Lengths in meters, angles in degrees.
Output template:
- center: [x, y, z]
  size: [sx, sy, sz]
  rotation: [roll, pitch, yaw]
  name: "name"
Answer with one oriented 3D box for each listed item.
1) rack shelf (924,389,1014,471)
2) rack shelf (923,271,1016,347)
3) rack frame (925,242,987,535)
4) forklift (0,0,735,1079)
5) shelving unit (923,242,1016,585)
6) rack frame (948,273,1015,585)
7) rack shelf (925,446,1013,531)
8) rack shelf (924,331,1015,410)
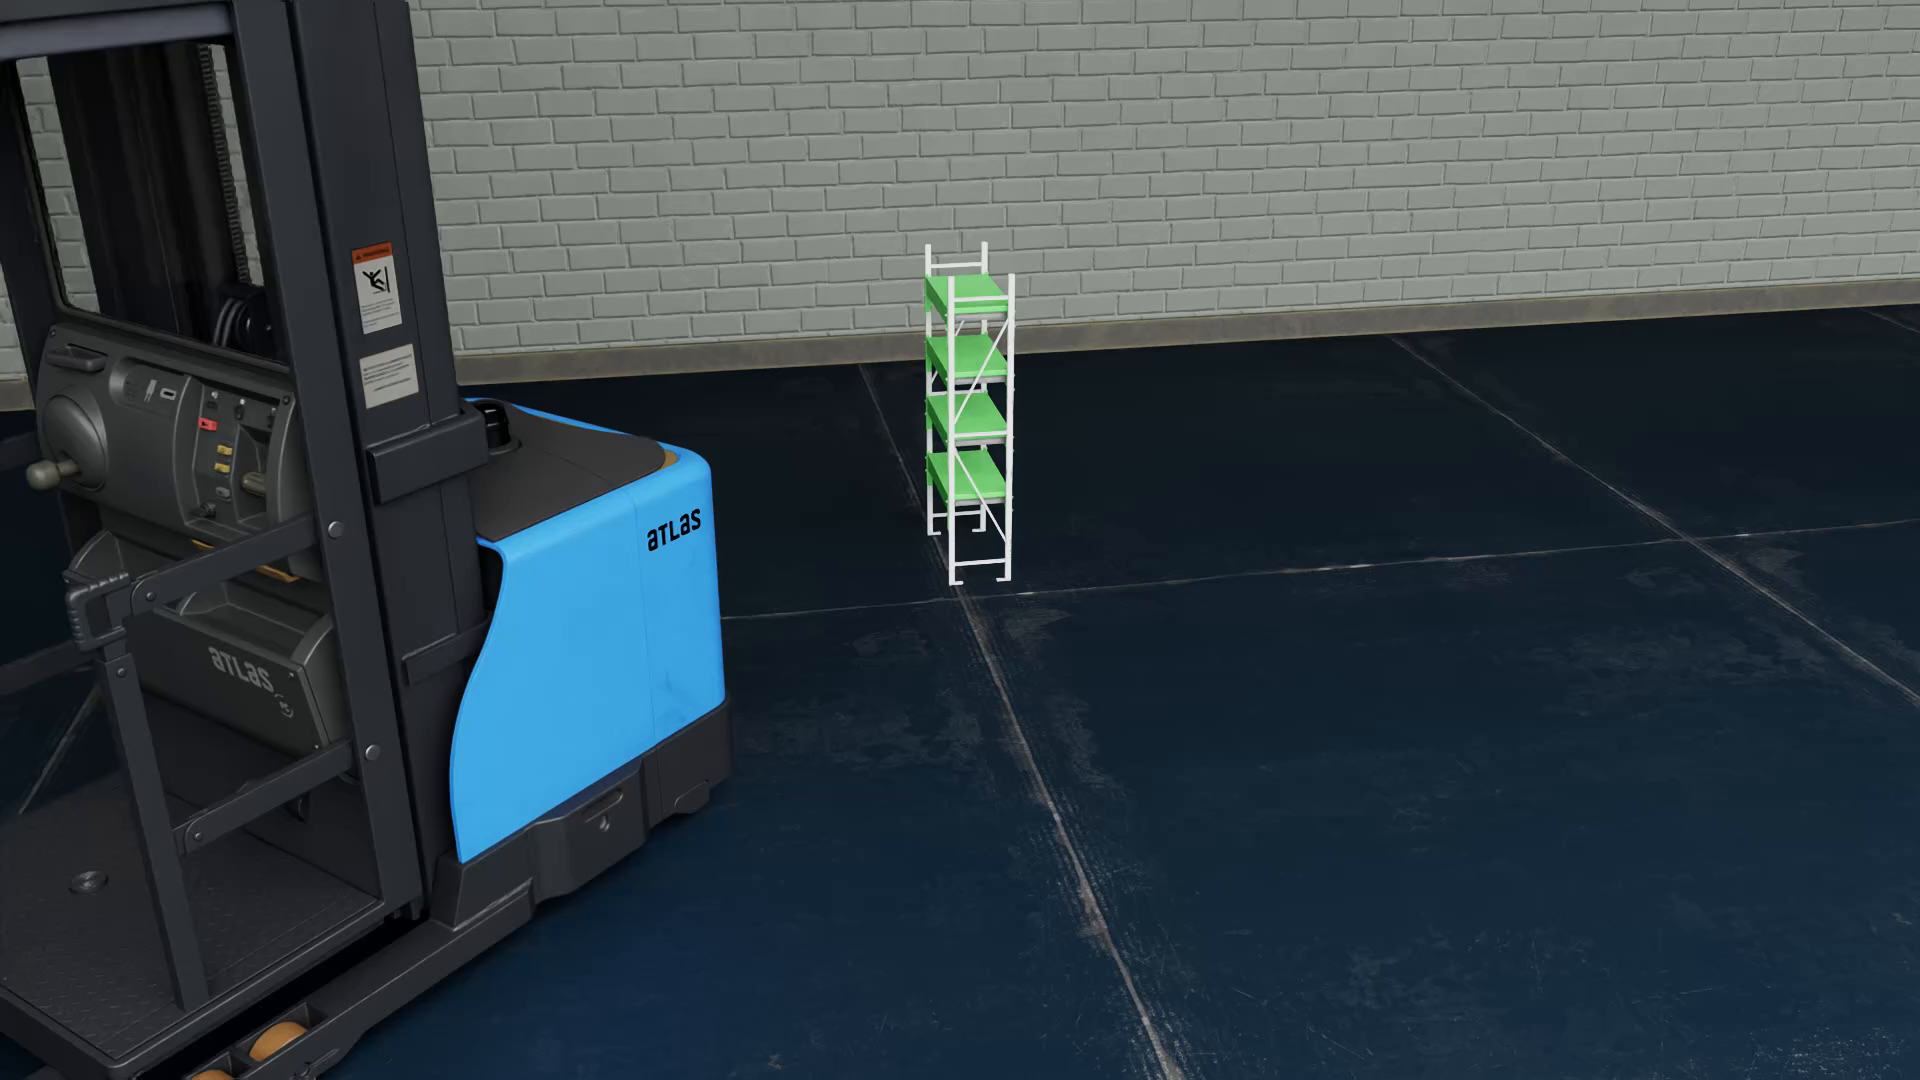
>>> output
- center: [0.031, -0.426, 6.386]
  size: [0.258, 0.148, 0.480]
  rotation: [-4, 24, -10]
  name: "rack shelf"
- center: [0.031, -0.866, 6.194]
  size: [0.258, 0.148, 0.480]
  rotation: [-4, 24, -10]
  name: "rack shelf"
- center: [-0.015, -0.581, 6.581]
  size: [0.240, 1.200, 0.015]
  rotation: [-4, 24, -10]
  name: "rack frame"
- center: [-1.912, -0.215, 3.581]
  size: [1.130, 2.935, 3.031]
  rotation: [15, 28, 30]
  name: "forklift"
- center: [0.031, -0.485, 6.361]
  size: [0.258, 1.200, 0.503]
  rotation: [-4, 24, -10]
  name: "shelving unit"
- center: [0.076, -0.389, 6.141]
  size: [0.240, 1.200, 0.015]
  rotation: [-4, 24, -10]
  name: "rack frame"
- center: [0.031, -0.206, 6.482]
  size: [0.258, 0.148, 0.480]
  rotation: [-4, 24, -10]
  name: "rack shelf"
- center: [0.031, -0.646, 6.290]
  size: [0.258, 0.148, 0.480]
  rotation: [-4, 24, -10]
  name: "rack shelf"
